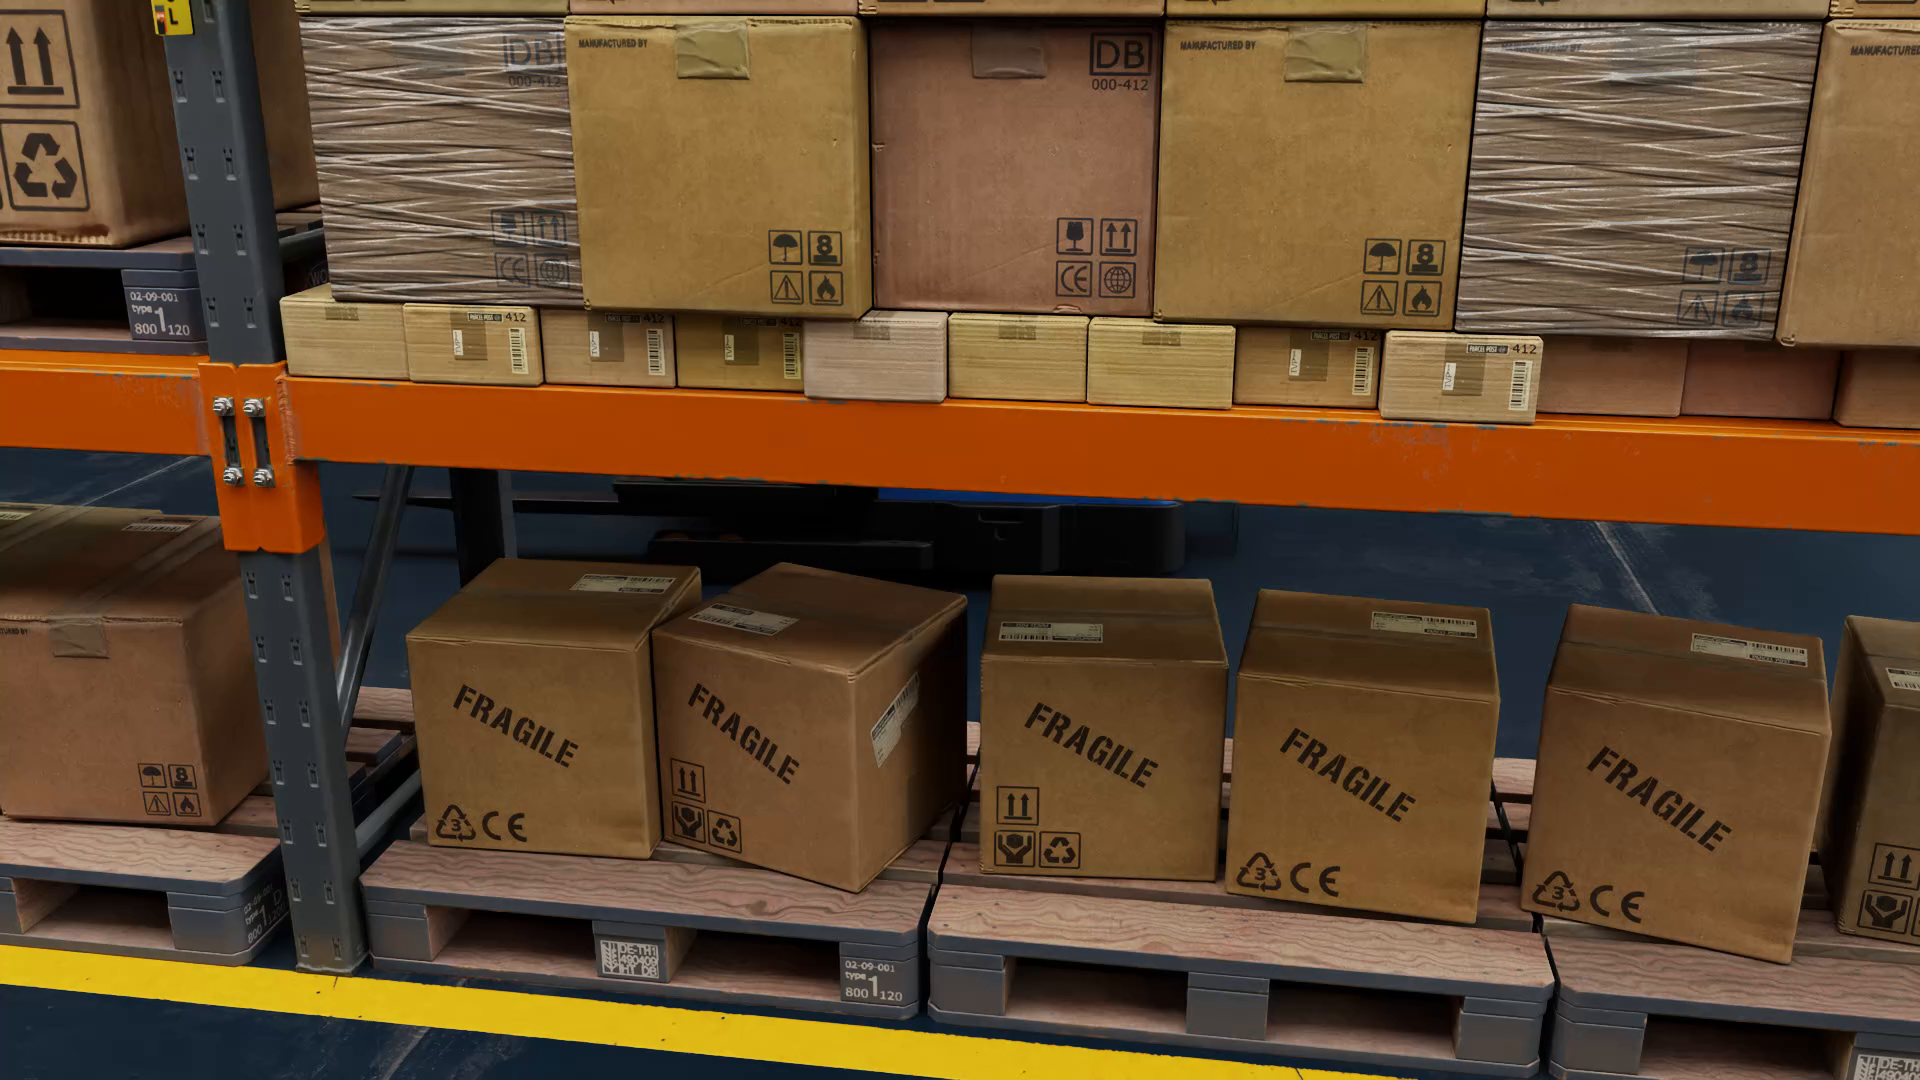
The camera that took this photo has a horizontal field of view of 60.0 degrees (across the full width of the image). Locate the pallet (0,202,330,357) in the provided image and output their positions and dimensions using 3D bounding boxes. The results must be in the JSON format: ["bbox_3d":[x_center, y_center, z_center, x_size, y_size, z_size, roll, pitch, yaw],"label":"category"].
[{"bbox_3d":[-2.005,-0.646,3.810,1.213,0.211,1.003,3,19,9],"label":"pallet"}]

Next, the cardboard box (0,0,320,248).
[{"bbox_3d":[-2.035,-1.221,3.617,1.000,1.000,1.000,3,19,9],"label":"cardboard box"}]

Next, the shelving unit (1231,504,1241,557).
[{"bbox_3d":[0.927,-0.406,6.097,0.210,0.900,0.258,1,19,4],"label":"shelving unit"}]

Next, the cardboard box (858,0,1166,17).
[{"bbox_3d":[0.118,-1.164,2.851,0.500,0.500,0.500,3,19,9],"label":"cardboard box"}]

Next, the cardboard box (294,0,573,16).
[{"bbox_3d":[-0.869,-1.214,3.001,0.500,0.500,0.500,3,19,9],"label":"cardboard box"}]

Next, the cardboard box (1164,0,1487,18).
[{"bbox_3d":[0.614,-1.142,2.786,0.500,0.500,0.500,3,19,9],"label":"cardboard box"}]

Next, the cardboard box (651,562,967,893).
[{"bbox_3d":[-0.318,0.392,3.682,0.500,0.500,0.500,9,21,26],"label":"cardboard box"}]

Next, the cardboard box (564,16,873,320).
[{"bbox_3d":[-0.351,-0.764,3.231,0.500,0.500,0.875,3,19,9],"label":"cardboard box"}]

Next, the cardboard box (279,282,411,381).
[{"bbox_3d":[-1.109,-0.429,3.254,0.250,0.149,0.380,3,19,9],"label":"cardboard box"}]

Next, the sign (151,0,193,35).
[{"bbox_3d":[-1.358,-1.028,2.824,0.005,0.325,0.100,3,19,9],"label":"sign"}]

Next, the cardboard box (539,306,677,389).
[{"bbox_3d":[-0.613,-0.409,3.193,0.250,0.149,0.380,3,19,9],"label":"cardboard box"}]

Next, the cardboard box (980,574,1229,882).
[{"bbox_3d":[0.308,0.399,3.662,0.500,0.500,0.500,1,19,4],"label":"cardboard box"}]

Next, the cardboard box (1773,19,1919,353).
[{"bbox_3d":[1.625,-0.664,2.935,0.500,0.500,0.875,3,19,9],"label":"cardboard box"}]

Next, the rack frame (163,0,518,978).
[{"bbox_3d":[-1.273,-0.653,3.528,0.127,3.000,1.000,3,19,9],"label":"rack frame"}]

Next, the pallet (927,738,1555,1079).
[{"bbox_3d":[0.604,0.752,3.722,1.213,0.211,1.003,3,19,9],"label":"pallet"}]

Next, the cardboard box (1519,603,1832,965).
[{"bbox_3d":[1.467,0.478,3.424,0.500,0.500,0.500,8,20,23],"label":"cardboard box"}]

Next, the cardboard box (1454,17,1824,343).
[{"bbox_3d":[1.138,-0.703,3.050,0.500,0.500,0.875,3,19,9],"label":"cardboard box"}]

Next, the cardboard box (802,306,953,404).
[{"bbox_3d":[-0.124,-0.373,3.088,0.250,0.149,0.380,3,19,9],"label":"cardboard box"}]

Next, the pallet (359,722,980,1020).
[{"bbox_3d":[-0.604,0.692,3.903,1.213,0.211,1.003,3,19,9],"label":"pallet"}]

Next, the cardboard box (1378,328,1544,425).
[{"bbox_3d":[0.864,-0.325,2.943,0.250,0.149,0.380,3,19,9],"label":"cardboard box"}]

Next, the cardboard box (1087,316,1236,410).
[{"bbox_3d":[0.375,-0.358,3.041,0.250,0.149,0.380,3,19,9],"label":"cardboard box"}]

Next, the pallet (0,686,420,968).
[{"bbox_3d":[-2.042,0.630,4.086,1.213,0.211,1.003,3,19,9],"label":"pallet"}]

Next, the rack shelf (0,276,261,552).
[{"bbox_3d":[-3.248,-0.413,3.943,4.000,0.370,1.077,3,19,9],"label":"rack shelf"}]

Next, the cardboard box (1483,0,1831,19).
[{"bbox_3d":[1.106,-1.114,2.704,0.500,0.500,0.500,3,19,9],"label":"cardboard box"}]

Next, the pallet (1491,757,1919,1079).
[{"bbox_3d":[1.805,0.815,3.536,1.213,0.211,1.003,3,19,9],"label":"pallet"}]

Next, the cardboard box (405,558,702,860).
[{"bbox_3d":[-0.884,0.366,3.761,0.500,0.500,0.500,2,19,7],"label":"cardboard box"}]

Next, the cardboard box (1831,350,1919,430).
[{"bbox_3d":[1.616,-0.309,2.896,0.250,0.149,0.380,3,19,9],"label":"cardboard box"}]

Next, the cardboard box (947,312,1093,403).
[{"bbox_3d":[0.130,-0.374,3.089,0.250,0.149,0.380,3,19,9],"label":"cardboard box"}]

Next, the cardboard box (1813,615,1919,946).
[{"bbox_3d":[2.062,0.498,3.366,0.500,0.500,0.500,7,20,19],"label":"cardboard box"}]

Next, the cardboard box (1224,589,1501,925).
[{"bbox_3d":[0.852,0.441,3.536,0.500,0.500,0.500,5,19,14],"label":"cardboard box"}]

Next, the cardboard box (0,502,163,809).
[{"bbox_3d":[-2.344,0.256,4.057,0.500,0.500,0.700,3,19,8],"label":"cardboard box"}]

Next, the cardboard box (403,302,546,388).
[{"bbox_3d":[-0.864,-0.412,3.204,0.250,0.149,0.380,3,19,9],"label":"cardboard box"}]

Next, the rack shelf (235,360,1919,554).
[{"bbox_3d":[0.702,-0.211,3.342,4.000,0.370,1.077,3,19,9],"label":"rack shelf"}]

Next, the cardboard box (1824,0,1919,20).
[{"bbox_3d":[1.599,-1.088,2.626,0.500,0.500,0.500,3,19,9],"label":"cardboard box"}]

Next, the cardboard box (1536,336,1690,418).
[{"bbox_3d":[1.125,-0.340,2.989,0.250,0.149,0.380,3,19,9],"label":"cardboard box"}]

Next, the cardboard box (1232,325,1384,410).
[{"bbox_3d":[0.629,-0.359,3.046,0.250,0.149,0.380,3,19,9],"label":"cardboard box"}]

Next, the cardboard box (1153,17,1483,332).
[{"bbox_3d":[0.646,-0.732,3.137,0.500,0.500,0.875,3,19,9],"label":"cardboard box"}]

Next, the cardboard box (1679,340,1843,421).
[{"bbox_3d":[1.376,-0.335,2.972,0.250,0.149,0.380,3,19,9],"label":"cardboard box"}]

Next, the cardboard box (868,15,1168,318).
[{"bbox_3d":[0.159,-0.770,3.251,0.500,0.500,0.875,3,19,9],"label":"cardboard box"}]

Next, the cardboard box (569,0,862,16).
[{"bbox_3d":[-0.375,-1.189,2.927,0.500,0.500,0.500,3,19,9],"label":"cardboard box"}]

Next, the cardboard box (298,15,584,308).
[{"bbox_3d":[-0.839,-0.800,3.340,0.500,0.500,0.875,3,19,9],"label":"cardboard box"}]

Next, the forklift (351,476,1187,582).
[{"bbox_3d":[-0.694,-1.407,5.890,3.031,2.935,1.130,1,19,4],"label":"forklift"}]

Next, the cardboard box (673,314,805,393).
[{"bbox_3d":[-0.364,-0.399,3.164,0.250,0.149,0.380,3,19,9],"label":"cardboard box"}]

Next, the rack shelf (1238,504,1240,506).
[{"bbox_3d":[0.927,-0.203,6.165,0.200,0.077,0.258,1,19,4],"label":"rack shelf"}]

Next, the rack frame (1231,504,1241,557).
[{"bbox_3d":[1.029,-0.403,6.090,0.006,0.900,0.240,1,19,4],"label":"rack frame"}]

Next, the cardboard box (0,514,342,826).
[{"bbox_3d":[-1.876,0.286,3.968,0.500,0.500,0.700,1,19,4],"label":"cardboard box"}]
